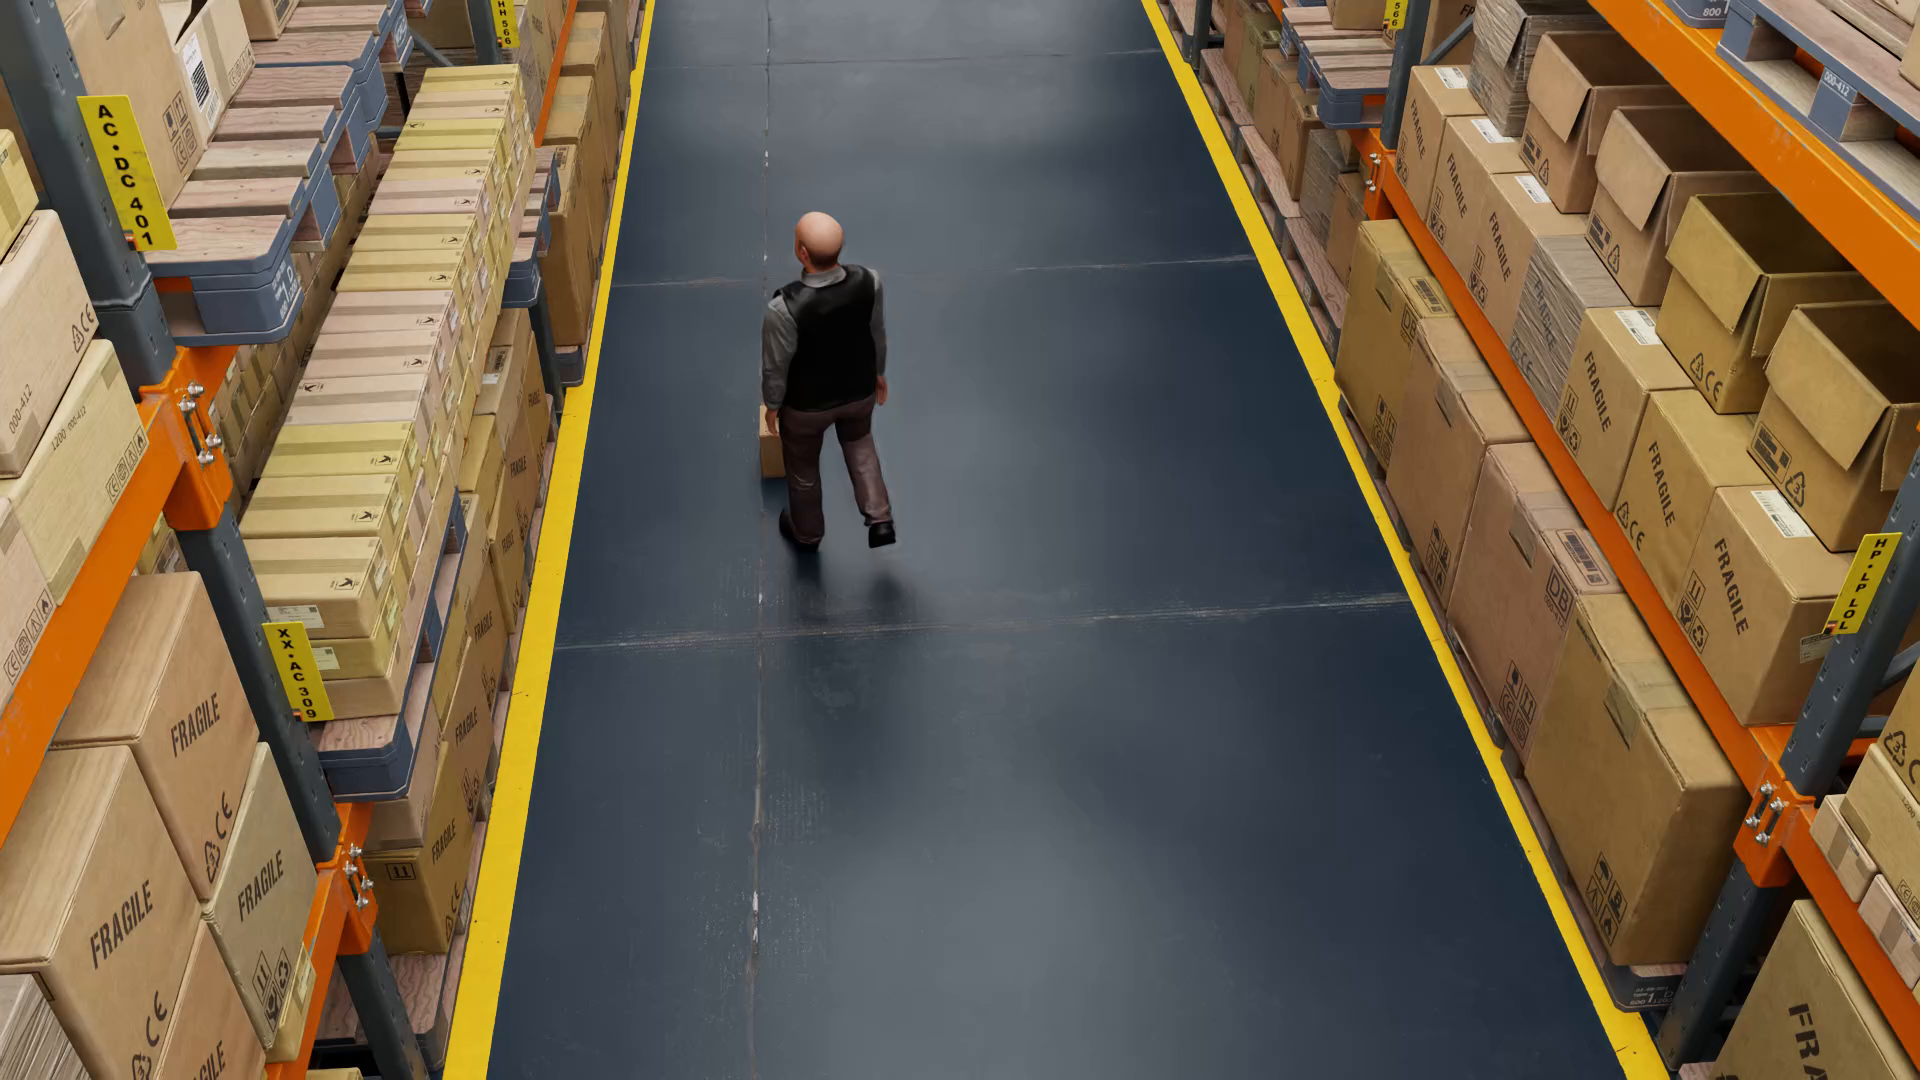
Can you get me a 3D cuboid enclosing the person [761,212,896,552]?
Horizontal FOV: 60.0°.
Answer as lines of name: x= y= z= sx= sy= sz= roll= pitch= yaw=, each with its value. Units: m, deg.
person: x=-0.575 y=-0.624 z=6.916 sx=0.570 sy=1.713 sz=0.651 roll=-19 pitch=42 yaw=-22
